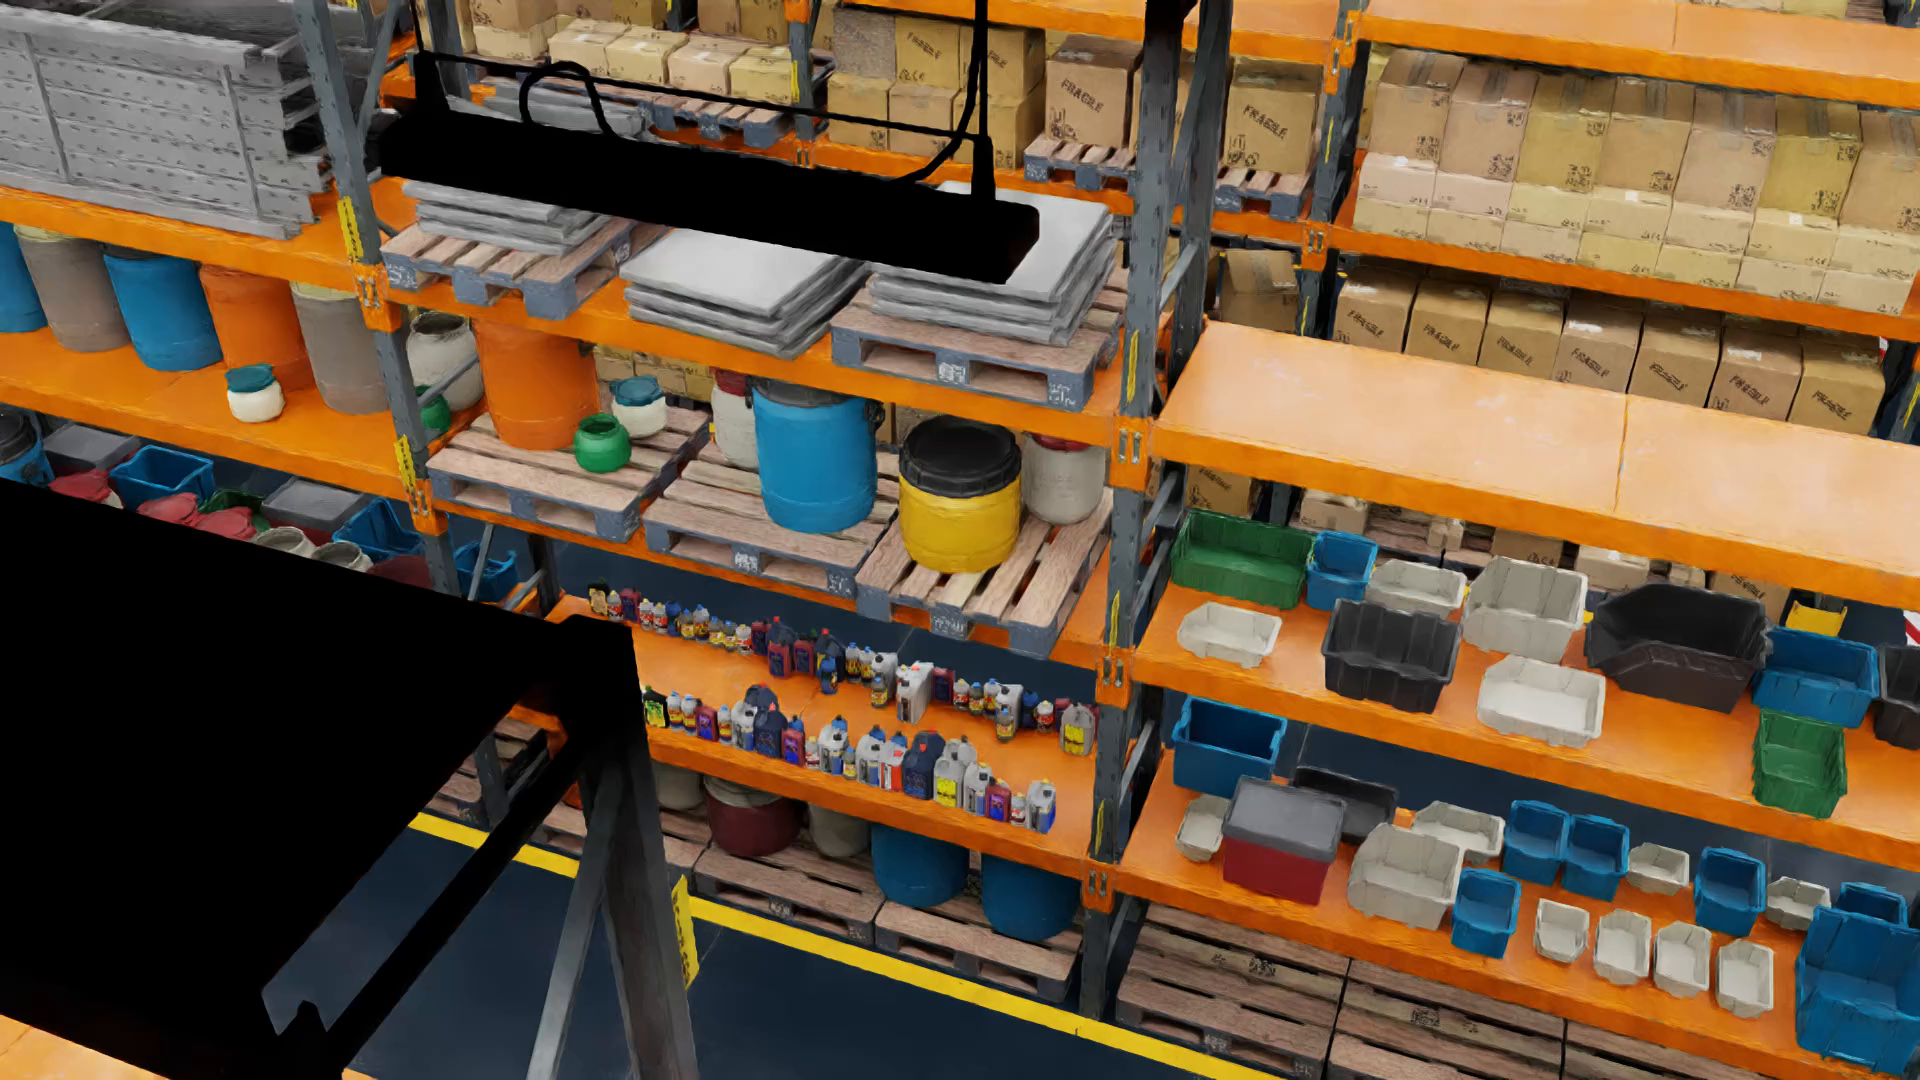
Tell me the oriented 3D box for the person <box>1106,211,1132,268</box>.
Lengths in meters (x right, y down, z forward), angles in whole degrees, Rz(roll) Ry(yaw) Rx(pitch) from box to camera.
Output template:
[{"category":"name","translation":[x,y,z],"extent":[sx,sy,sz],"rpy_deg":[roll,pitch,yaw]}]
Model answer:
[{"category":"person","translation":[1.535,-2.884,15.935],"extent":[0.525,1.735,0.372],"rpy_deg":[-3,37,-4]}]
